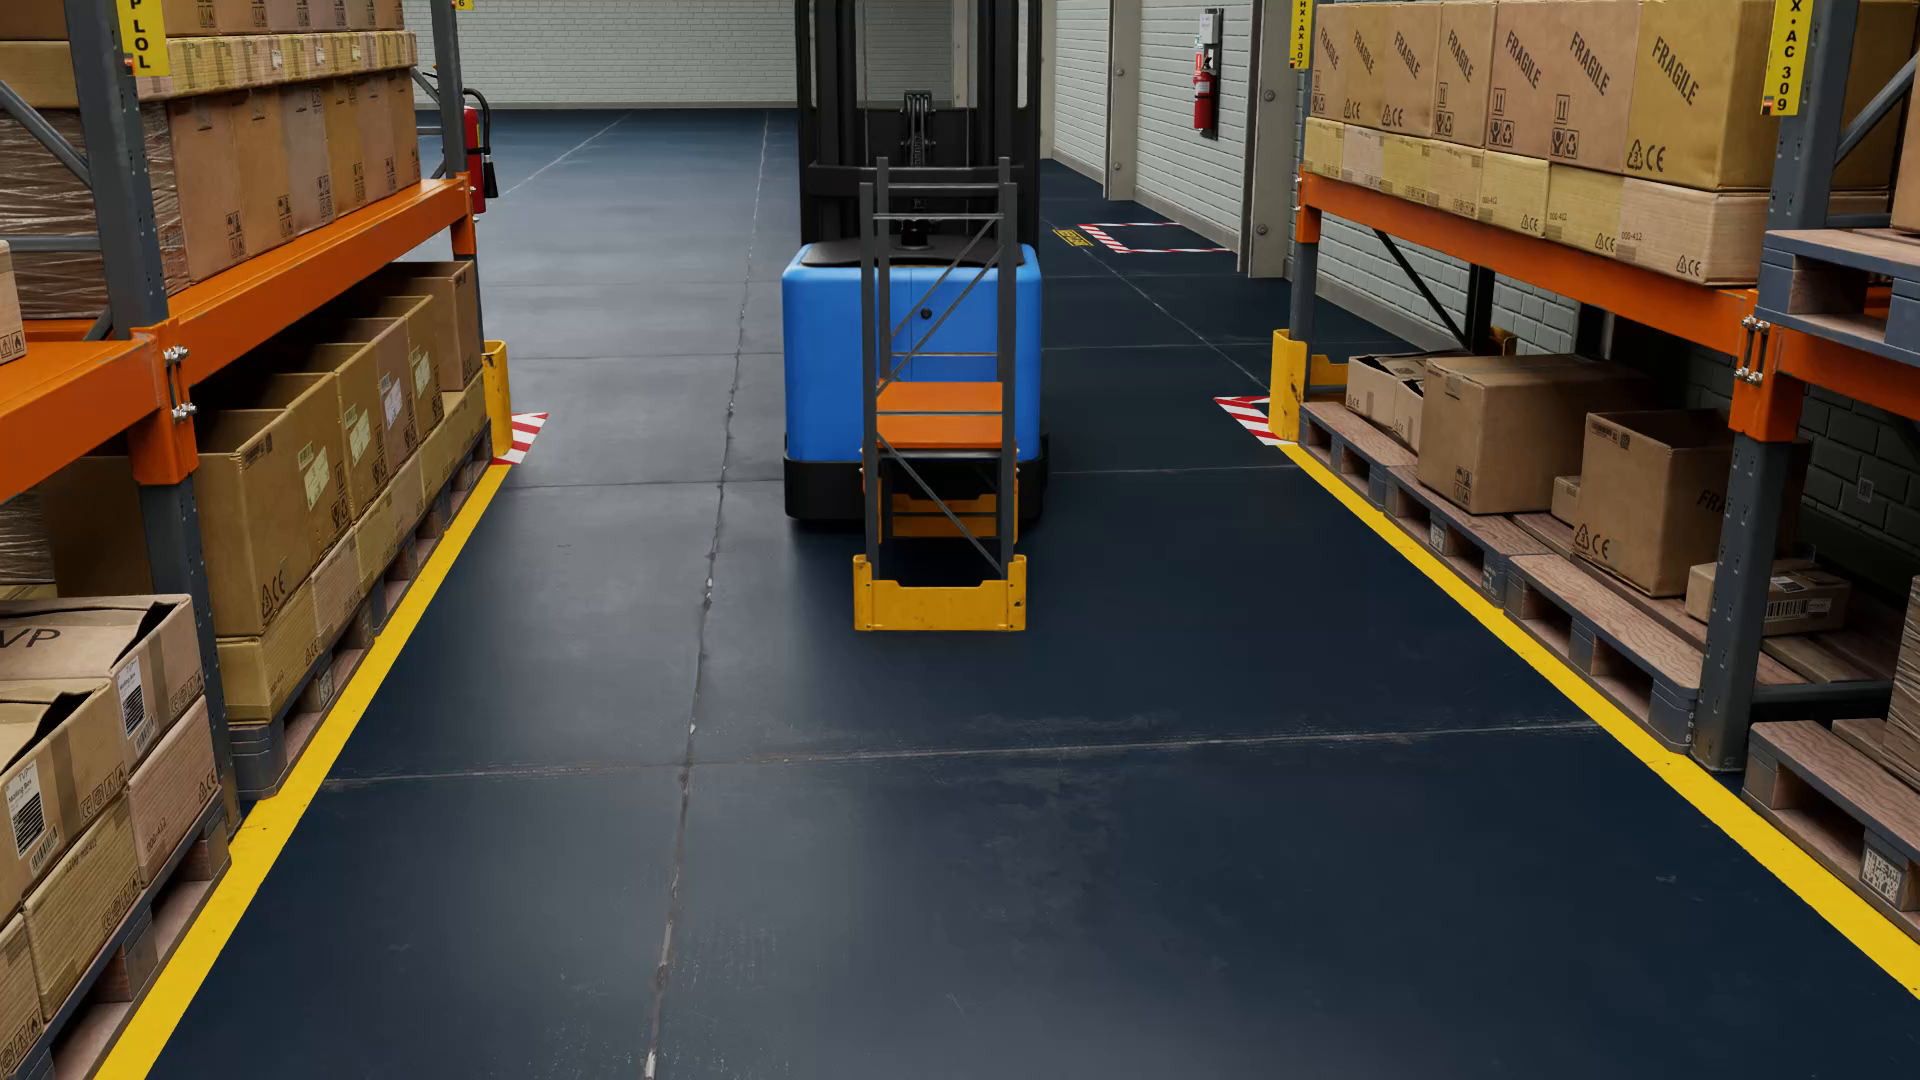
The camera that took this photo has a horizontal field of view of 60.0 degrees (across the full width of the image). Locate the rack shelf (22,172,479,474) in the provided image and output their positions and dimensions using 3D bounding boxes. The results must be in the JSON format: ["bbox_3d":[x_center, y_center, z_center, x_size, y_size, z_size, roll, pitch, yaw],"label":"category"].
[{"bbox_3d":[-2.563,-0.912,5.775,1.077,0.370,4.000,-2,18,-6],"label":"rack shelf"}]

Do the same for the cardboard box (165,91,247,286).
[{"bbox_3d":[-2.470,-0.996,4.675,0.700,0.500,0.500,-2,18,-6],"label":"cardboard box"}]

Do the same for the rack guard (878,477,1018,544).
[{"bbox_3d":[-0.063,-0.117,6.632,0.587,0.250,0.087,0,17,0],"label":"rack guard"}]

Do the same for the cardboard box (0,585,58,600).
[{"bbox_3d":[-2.622,0.321,4.537,0.500,0.250,0.500,-2,18,-6],"label":"cardboard box"}]

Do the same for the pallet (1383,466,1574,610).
[{"bbox_3d":[2.337,-0.046,6.473,1.003,0.211,1.213,-2,18,-6],"label":"pallet"}]

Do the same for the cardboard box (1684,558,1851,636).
[{"bbox_3d":[2.485,0.170,5.124,0.380,0.166,0.250,-4,18,-13],"label":"cardboard box"}]

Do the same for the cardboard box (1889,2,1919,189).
[{"bbox_3d":[2.729,-1.256,4.634,0.500,0.500,0.500,-2,18,-7],"label":"cardboard box"}]

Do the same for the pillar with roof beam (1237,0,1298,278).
[{"bbox_3d":[-1.811,-6.340,11.849,9.100,9.000,0.400,-2,18,-6],"label":"pillar with roof beam"}]

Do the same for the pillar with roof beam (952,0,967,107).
[{"bbox_3d":[-4.286,-13.491,34.625,9.100,9.000,0.400,-2,18,-6],"label":"pillar with roof beam"}]

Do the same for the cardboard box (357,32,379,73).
[{"bbox_3d":[-2.462,-1.871,6.380,0.380,0.149,0.250,-2,17,-5],"label":"cardboard box"}]

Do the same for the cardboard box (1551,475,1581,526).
[{"bbox_3d":[2.425,-0.140,6.142,0.380,0.149,0.250,-3,18,-10],"label":"cardboard box"}]

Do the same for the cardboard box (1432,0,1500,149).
[{"bbox_3d":[2.061,-1.694,6.032,0.500,0.500,0.500,-1,17,-4],"label":"cardboard box"}]

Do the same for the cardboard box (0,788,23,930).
[{"bbox_3d":[-1.921,0.600,2.712,0.500,0.311,0.500,-2,18,-6],"label":"cardboard box"}]

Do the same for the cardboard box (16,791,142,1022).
[{"bbox_3d":[-1.975,0.717,3.273,0.500,0.250,0.500,-2,18,-6],"label":"cardboard box"}]

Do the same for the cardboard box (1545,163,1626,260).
[{"bbox_3d":[2.177,-1.032,5.173,0.500,0.250,0.500,-2,18,-5],"label":"cardboard box"}]

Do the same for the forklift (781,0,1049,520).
[{"bbox_3d":[-0.180,-1.865,7.724,1.130,2.935,3.031,0,17,0],"label":"forklift"}]

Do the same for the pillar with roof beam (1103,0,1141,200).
[{"bbox_3d":[-2.429,-8.128,17.543,9.100,9.000,0.400,-2,18,-6],"label":"pillar with roof beam"}]

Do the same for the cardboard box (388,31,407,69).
[{"bbox_3d":[-2.512,-2.022,6.861,0.380,0.149,0.250,-1,17,-4],"label":"cardboard box"}]

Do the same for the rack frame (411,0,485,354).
[{"bbox_3d":[-2.769,-1.851,7.566,1.000,3.000,0.127,-2,18,-6],"label":"rack frame"}]

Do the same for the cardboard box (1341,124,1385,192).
[{"bbox_3d":[1.960,-1.634,7.090,0.500,0.250,0.500,-2,18,-7],"label":"cardboard box"}]

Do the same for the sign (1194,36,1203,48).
[{"bbox_3d":[2.292,-4.785,15.965,0.001,0.109,0.331,-2,18,-6],"label":"sign"}]

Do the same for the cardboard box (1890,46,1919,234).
[{"bbox_3d":[2.589,-0.918,3.693,0.700,0.500,0.500,-2,18,-5],"label":"cardboard box"}]

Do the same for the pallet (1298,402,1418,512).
[{"bbox_3d":[2.214,-0.409,7.628,1.003,0.211,1.213,-2,18,-6],"label":"pallet"}]

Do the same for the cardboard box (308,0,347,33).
[{"bbox_3d":[-2.616,-2.056,5.885,0.700,0.500,0.500,-2,18,-5],"label":"cardboard box"}]

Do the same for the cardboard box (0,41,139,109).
[{"bbox_3d":[-2.192,-1.103,3.932,0.380,0.149,0.250,-2,18,-6],"label":"cardboard box"}]

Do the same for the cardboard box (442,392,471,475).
[{"bbox_3d":[-2.357,-0.440,6.961,0.500,0.250,0.500,-2,18,-6],"label":"cardboard box"}]

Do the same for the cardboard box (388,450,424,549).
[{"bbox_3d":[-2.253,-0.142,6.012,0.500,0.250,0.500,-2,18,-6],"label":"cardboard box"}]

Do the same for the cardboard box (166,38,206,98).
[{"bbox_3d":[-2.246,-1.254,4.415,0.380,0.149,0.250,-2,18,-7],"label":"cardboard box"}]

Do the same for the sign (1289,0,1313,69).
[{"bbox_3d":[1.618,-2.402,7.873,0.100,0.325,0.005,-2,18,-6],"label":"sign"}]

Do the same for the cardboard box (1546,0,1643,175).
[{"bbox_3d":[2.157,-1.389,5.059,0.500,0.500,0.500,-2,18,-6],"label":"cardboard box"}]

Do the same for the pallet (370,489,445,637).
[{"bbox_3d":[-2.526,0.068,6.107,1.003,0.211,1.213,-2,18,-6],"label":"pallet"}]

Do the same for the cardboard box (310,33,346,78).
[{"bbox_3d":[-2.405,-1.715,5.881,0.380,0.149,0.250,-1,17,-4],"label":"cardboard box"}]

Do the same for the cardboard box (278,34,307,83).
[{"bbox_3d":[-2.355,-1.564,5.401,0.380,0.149,0.250,-2,18,-6],"label":"cardboard box"}]

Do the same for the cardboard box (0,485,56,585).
[{"bbox_3d":[-2.662,-0.186,4.901,0.500,0.500,0.500,-2,18,-6],"label":"cardboard box"}]

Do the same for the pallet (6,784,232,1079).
[{"bbox_3d":[-2.242,0.889,3.492,1.003,0.211,1.213,-2,18,-6],"label":"pallet"}]

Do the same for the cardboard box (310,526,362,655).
[{"bbox_3d":[-2.149,0.155,5.064,0.500,0.250,0.500,-2,18,-6],"label":"cardboard box"}]

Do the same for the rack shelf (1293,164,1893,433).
[{"bbox_3d":[2.364,-1.066,6.266,1.077,0.370,4.000,-2,18,-6],"label":"rack shelf"}]

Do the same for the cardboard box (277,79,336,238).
[{"bbox_3d":[-2.571,-1.298,5.638,0.700,0.500,0.500,-1,17,-4],"label":"cardboard box"}]

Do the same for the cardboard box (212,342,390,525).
[{"bbox_3d":[-2.196,-0.351,5.426,0.500,0.500,0.500,-2,18,-6],"label":"cardboard box"}]

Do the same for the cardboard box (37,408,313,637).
[{"bbox_3d":[-2.093,-0.054,4.477,0.500,0.500,0.500,-2,18,-6],"label":"cardboard box"}]

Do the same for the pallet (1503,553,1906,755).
[{"bbox_3d":[2.466,0.318,5.312,1.003,0.211,1.213,-2,18,-6],"label":"pallet"}]

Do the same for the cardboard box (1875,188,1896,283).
[{"bbox_3d":[2.735,-0.898,4.747,0.500,0.250,0.500,-2,17,-5],"label":"cardboard box"}]

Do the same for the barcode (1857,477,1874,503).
[{"bbox_3d":[2.753,-0.152,5.057,0.001,0.075,0.075,-2,18,-6],"label":"barcode"}]

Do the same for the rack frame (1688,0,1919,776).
[{"bbox_3d":[2.570,-0.814,4.261,1.000,3.000,0.127,-2,18,-6],"label":"rack frame"}]

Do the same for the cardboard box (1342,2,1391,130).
[{"bbox_3d":[1.949,-2.002,7.011,0.500,0.500,0.500,-2,18,-5],"label":"cardboard box"}]

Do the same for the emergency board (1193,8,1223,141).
[{"bbox_3d":[2.254,-4.349,15.520,0.194,1.169,0.643,-2,18,-6],"label":"emergency board"}]

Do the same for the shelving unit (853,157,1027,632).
[{"bbox_3d":[-0.065,-0.564,5.970,0.587,1.500,1.083,0,17,0],"label":"shelving unit"}]

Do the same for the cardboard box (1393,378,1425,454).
[{"bbox_3d":[2.198,-0.554,7.187,0.500,0.311,0.500,0,17,-1],"label":"cardboard box"}]

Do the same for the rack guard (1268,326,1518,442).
[{"bbox_3d":[2.165,-0.790,8.359,1.175,0.500,0.348,-2,18,-6],"label":"rack guard"}]

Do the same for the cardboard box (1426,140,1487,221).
[{"bbox_3d":[2.056,-1.331,6.126,0.500,0.250,0.500,-2,18,-5],"label":"cardboard box"}]

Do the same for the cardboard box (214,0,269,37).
[{"bbox_3d":[-2.513,-1.758,4.936,0.700,0.500,0.500,-2,18,-6],"label":"cardboard box"}]

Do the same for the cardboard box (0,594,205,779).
[{"bbox_3d":[-2.030,0.296,3.679,0.500,0.311,0.500,-2,18,-6],"label":"cardboard box"}]

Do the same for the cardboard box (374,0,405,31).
[{"bbox_3d":[-2.728,-2.363,6.862,0.700,0.500,0.500,-2,18,-5],"label":"cardboard box"}]

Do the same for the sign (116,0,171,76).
[{"bbox_3d":[-1.818,-1.194,3.671,0.100,0.325,0.005,-2,18,-6],"label":"sign"}]

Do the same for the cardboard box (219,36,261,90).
[{"bbox_3d":[-2.298,-1.407,4.901,0.380,0.149,0.250,-2,18,-7],"label":"cardboard box"}]

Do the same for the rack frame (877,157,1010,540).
[{"bbox_3d":[-0.062,-0.719,6.464,0.500,1.500,0.032,0,17,0],"label":"rack frame"}]

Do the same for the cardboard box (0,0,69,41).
[{"bbox_3d":[-2.409,-1.458,3.981,0.700,0.500,0.500,-2,18,-5],"label":"cardboard box"}]

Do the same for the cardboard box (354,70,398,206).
[{"bbox_3d":[-2.675,-1.603,6.609,0.700,0.500,0.500,-1,17,-4],"label":"cardboard box"}]

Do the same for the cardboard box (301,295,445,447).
[{"bbox_3d":[-2.300,-0.649,6.375,0.500,0.500,0.500,-2,18,-6],"label":"cardboard box"}]
